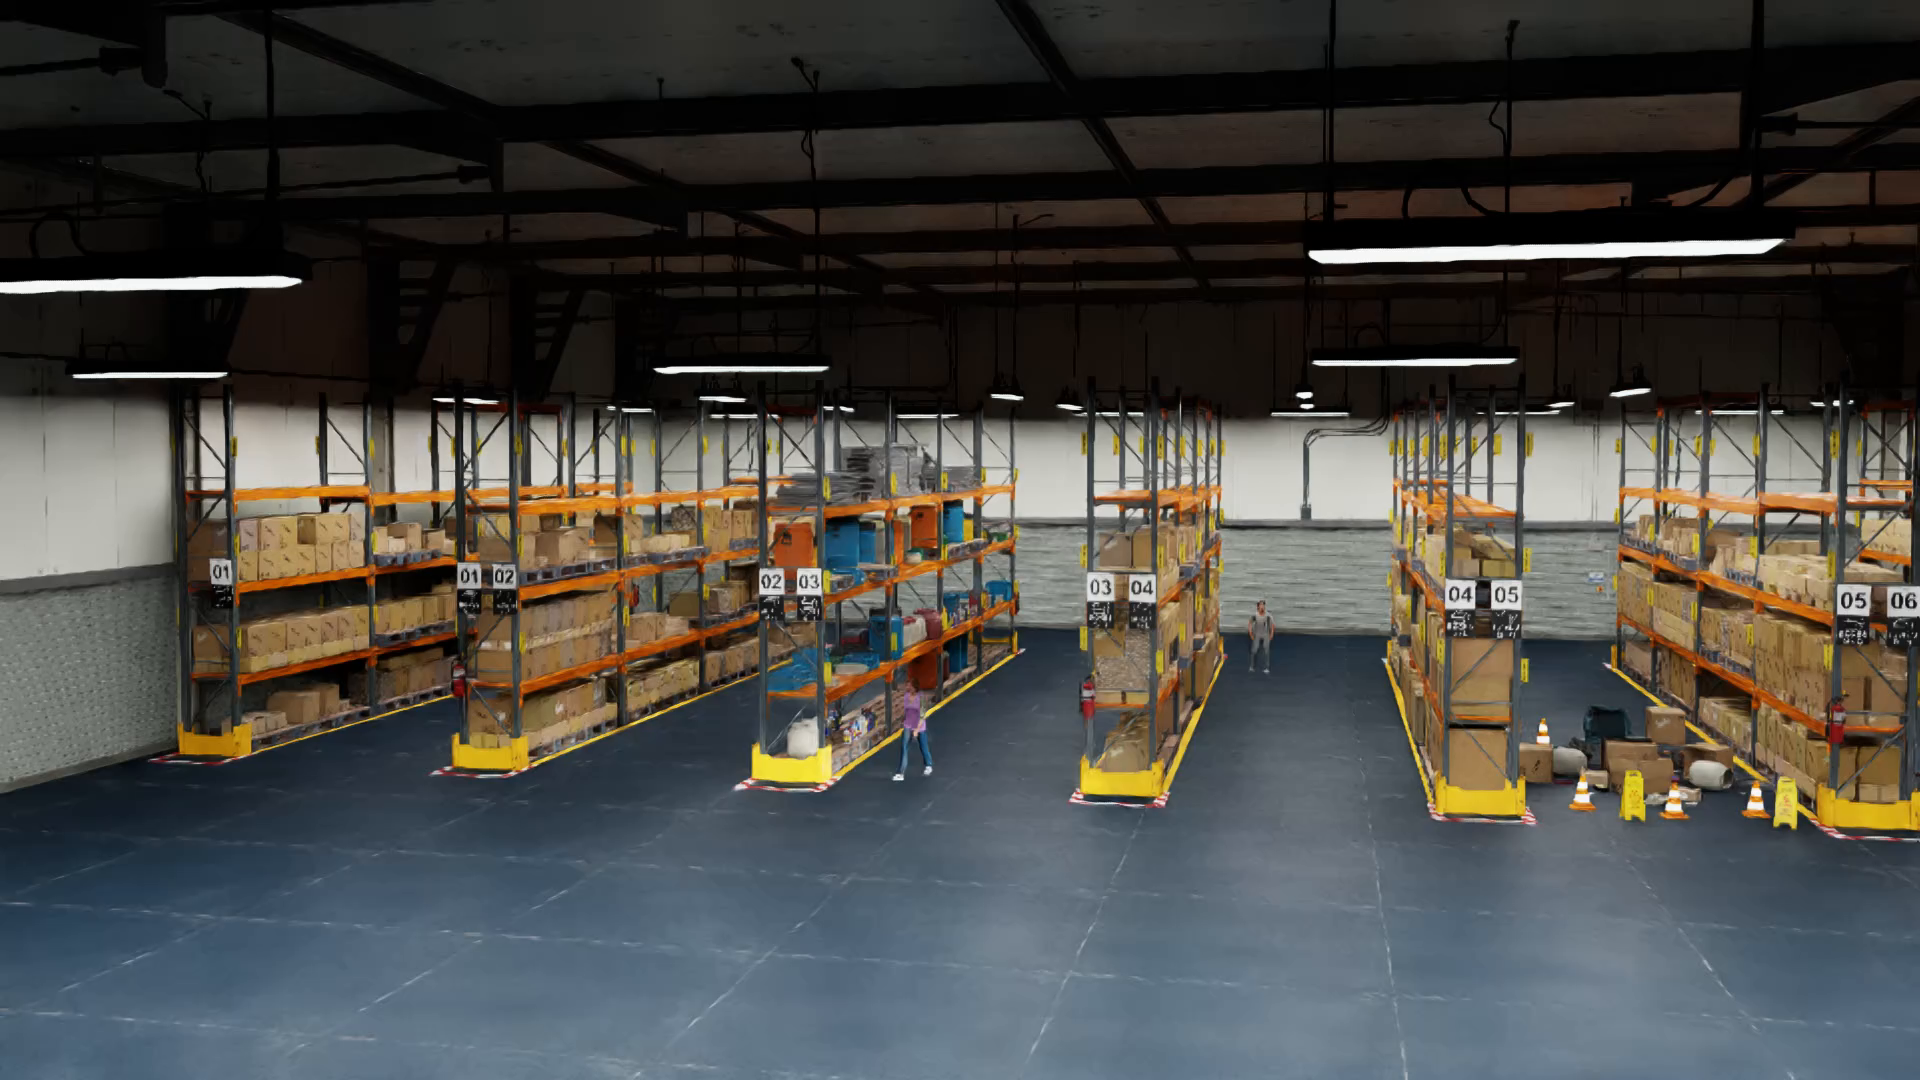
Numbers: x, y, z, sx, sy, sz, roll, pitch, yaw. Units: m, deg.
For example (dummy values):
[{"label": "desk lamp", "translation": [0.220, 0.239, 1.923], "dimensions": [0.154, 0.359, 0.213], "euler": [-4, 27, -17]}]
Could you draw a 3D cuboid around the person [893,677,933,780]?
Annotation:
[{"label": "person", "translation": [-0.675, 2.820, 25.033], "dimensions": [0.408, 1.533, 0.961], "euler": [1, 3, 21]}]

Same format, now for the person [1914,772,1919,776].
[{"label": "person", "translation": [14.546, 2.778, 24.880], "dimensions": [0.470, 1.652, 0.523], "euler": [3, 4, 42]}]

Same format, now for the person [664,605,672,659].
[{"label": "person", "translation": [-6.564, 2.009, 38.590], "dimensions": [0.543, 1.649, 1.119], "euler": [1, 3, 10]}]

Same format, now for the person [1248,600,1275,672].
[{"label": "person", "translation": [6.695, 2.133, 36.946], "dimensions": [0.580, 1.619, 0.507], "euler": [1, 3, 10]}]
